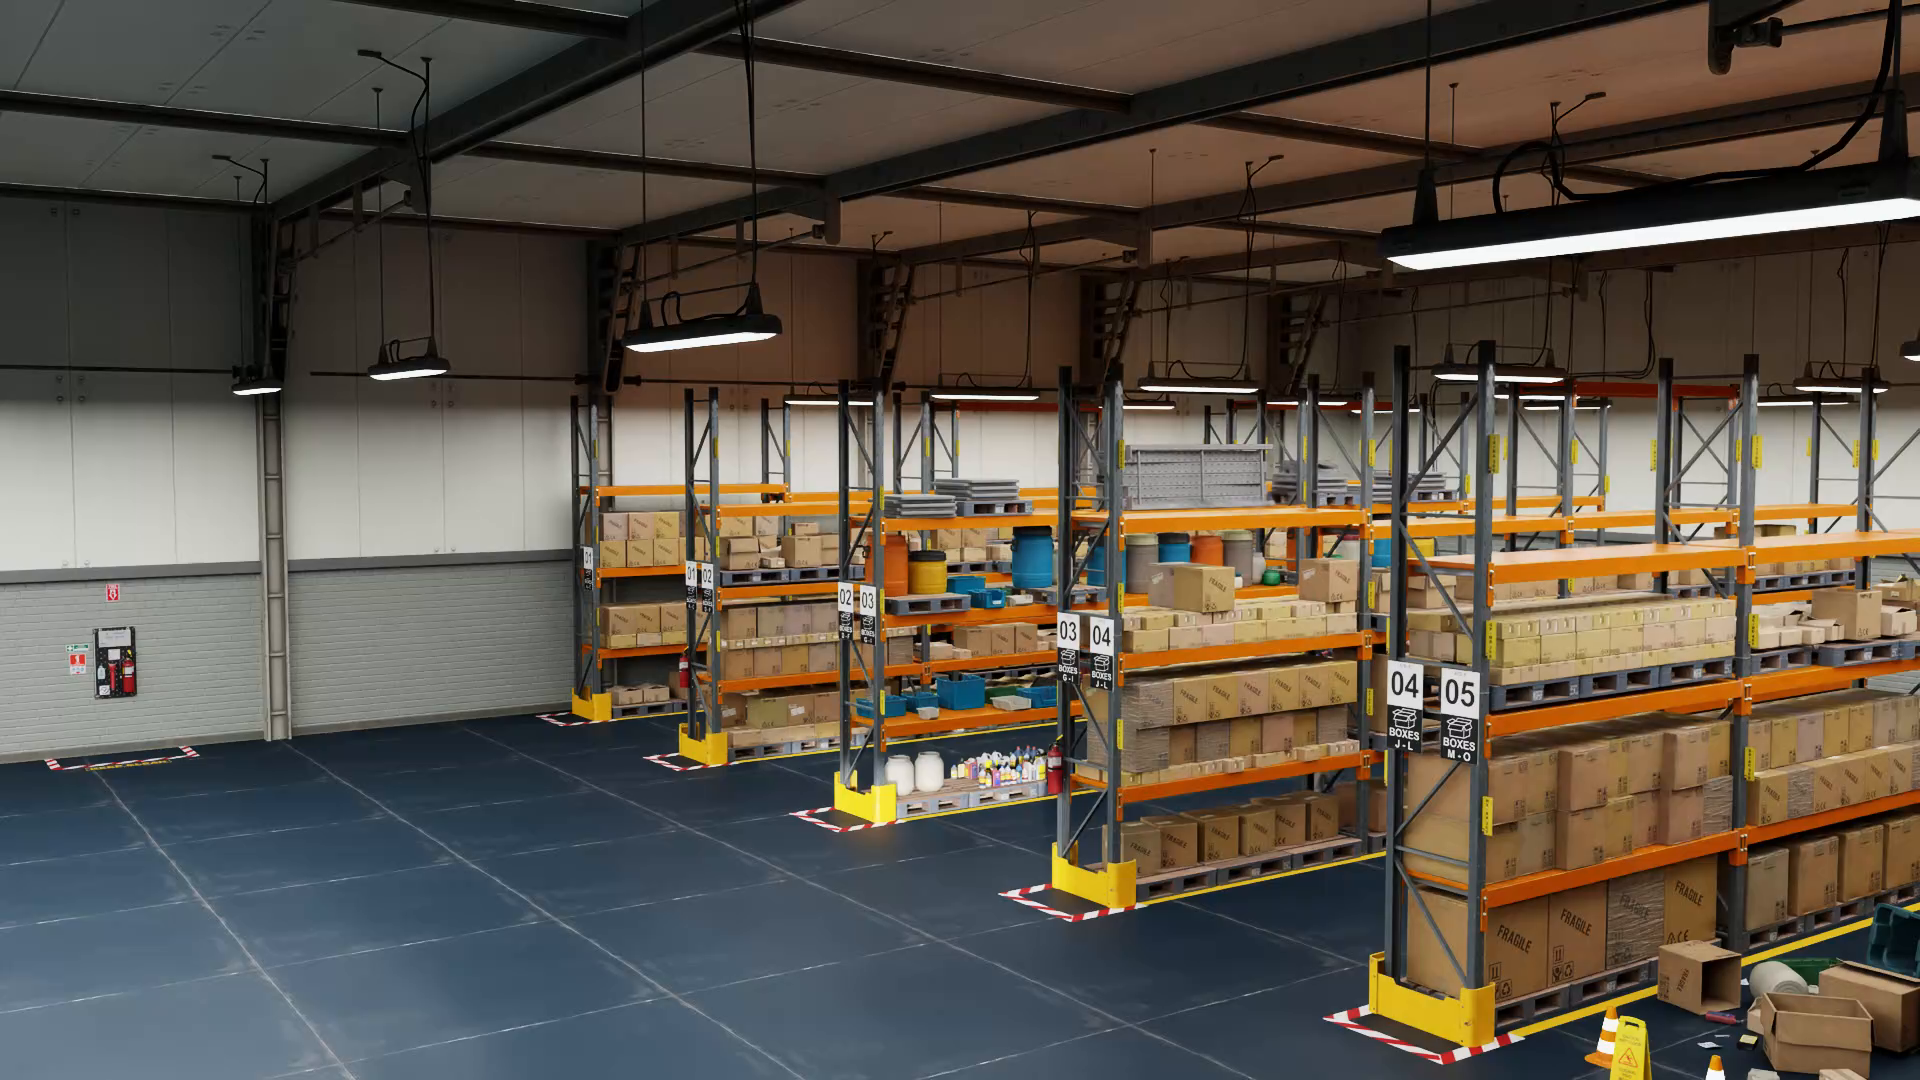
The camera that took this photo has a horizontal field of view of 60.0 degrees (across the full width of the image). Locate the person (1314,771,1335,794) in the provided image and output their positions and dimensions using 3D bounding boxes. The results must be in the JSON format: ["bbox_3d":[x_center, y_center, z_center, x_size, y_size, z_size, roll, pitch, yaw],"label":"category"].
[{"bbox_3d":[5.163,2.846,23.961,0.439,1.781,0.675,2,4,28],"label":"person"}]
